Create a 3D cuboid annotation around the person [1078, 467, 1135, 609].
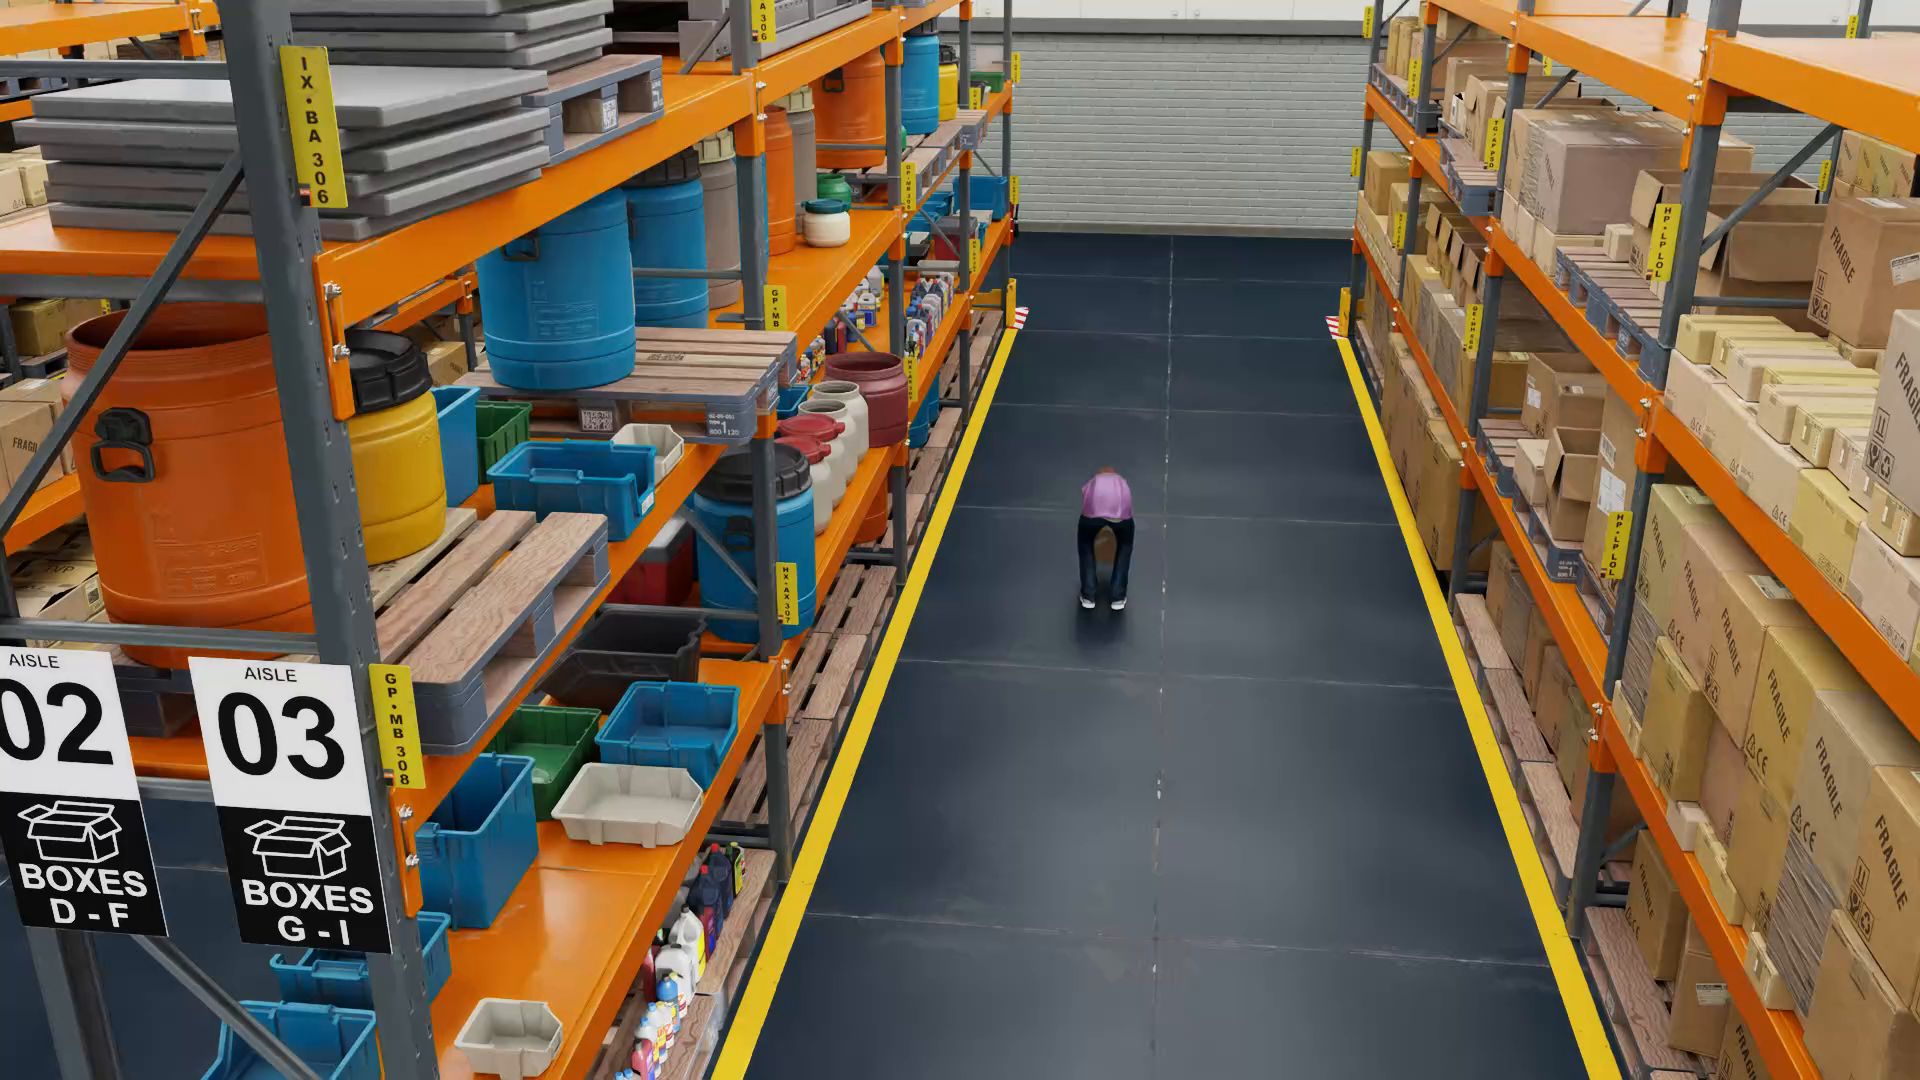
[{"bbox_3d":[1.059,-0.052,12.087,0.406,0.969,0.870,2,22,4],"label":"person"}]
